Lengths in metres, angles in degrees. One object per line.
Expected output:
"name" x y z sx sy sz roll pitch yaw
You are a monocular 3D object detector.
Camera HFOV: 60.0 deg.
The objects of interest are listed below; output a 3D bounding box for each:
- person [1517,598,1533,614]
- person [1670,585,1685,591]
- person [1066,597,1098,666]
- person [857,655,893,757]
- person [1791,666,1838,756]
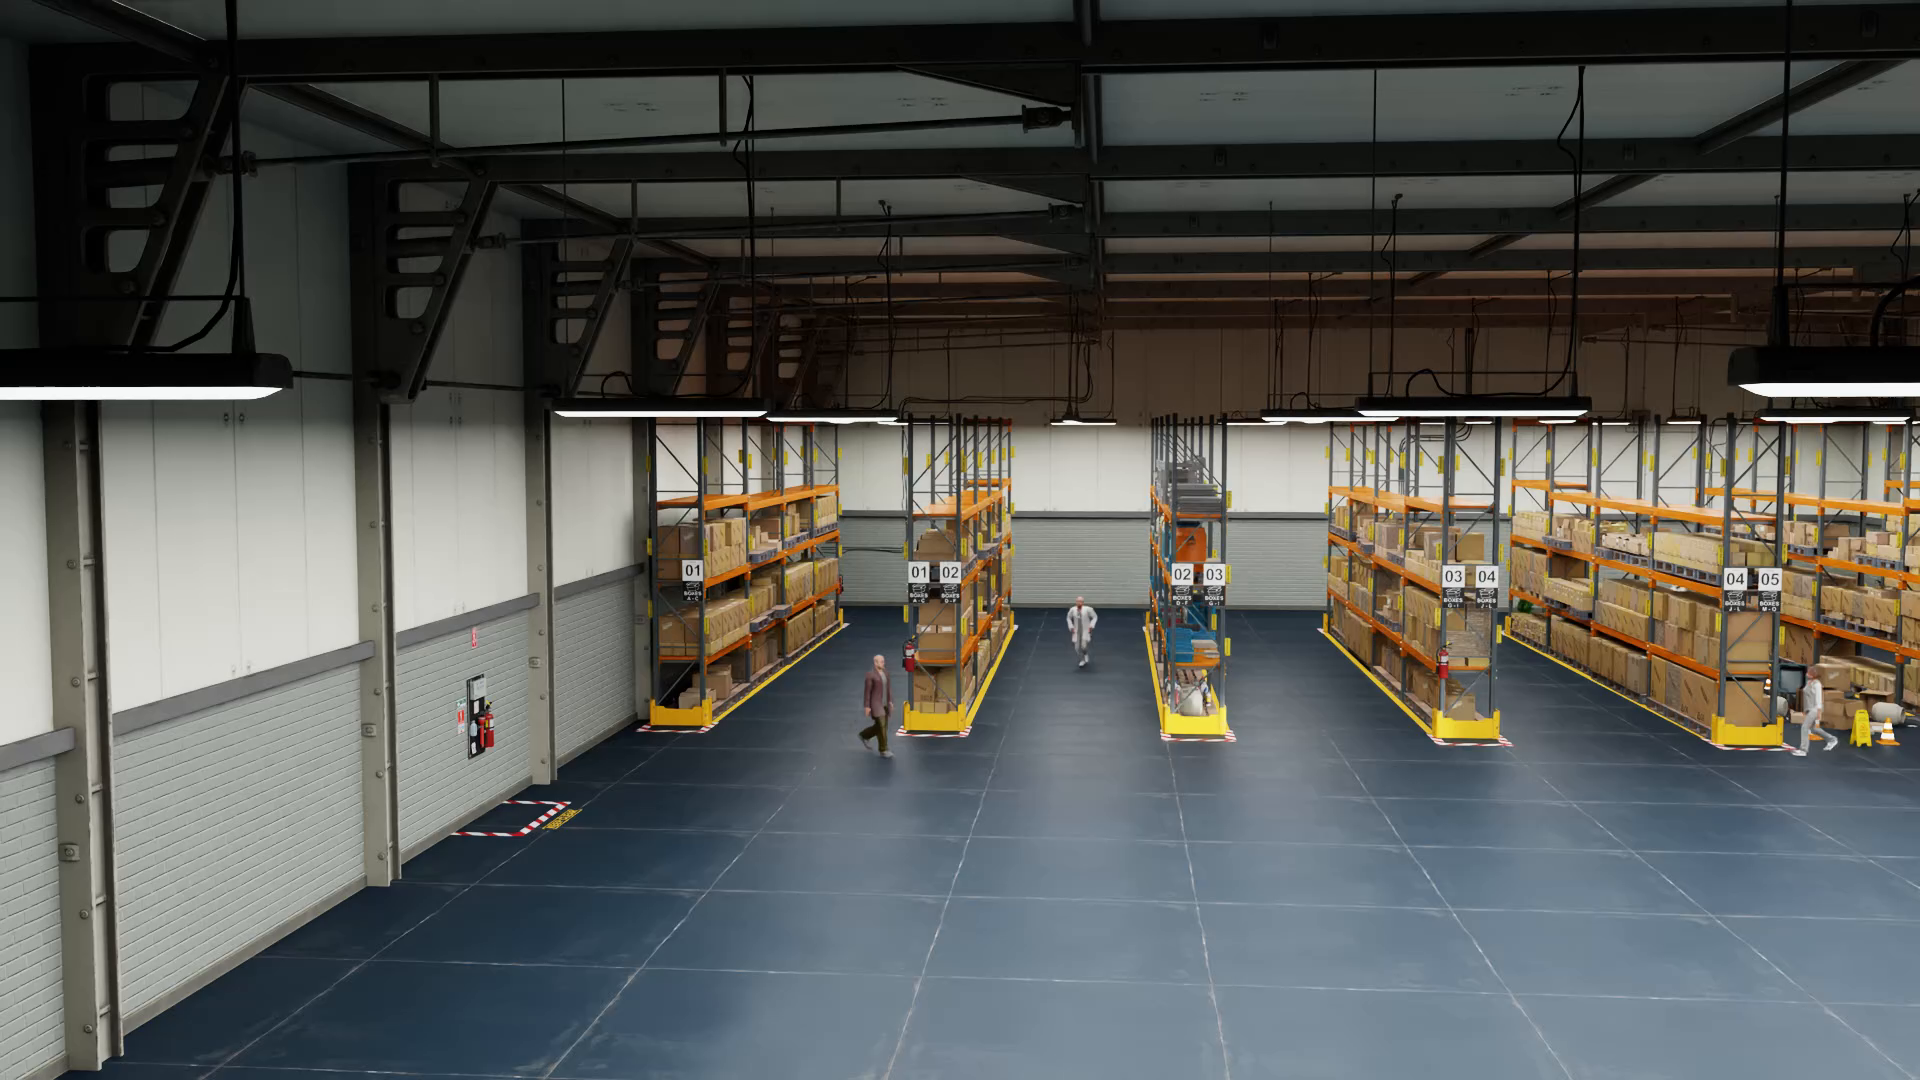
"person" 16.230 1.621 47.565 0.468 1.793 0.559 -1 4 -15
"person" 20.254 1.758 46.849 1.015 1.611 0.503 0 4 1
"person" 2.939 2.197 39.994 0.751 1.689 0.649 1 4 16
"person" -1.446 2.876 29.140 0.966 1.749 0.644 3 5 38
"person" 14.915 2.984 28.967 0.847 1.545 0.415 0 4 4
